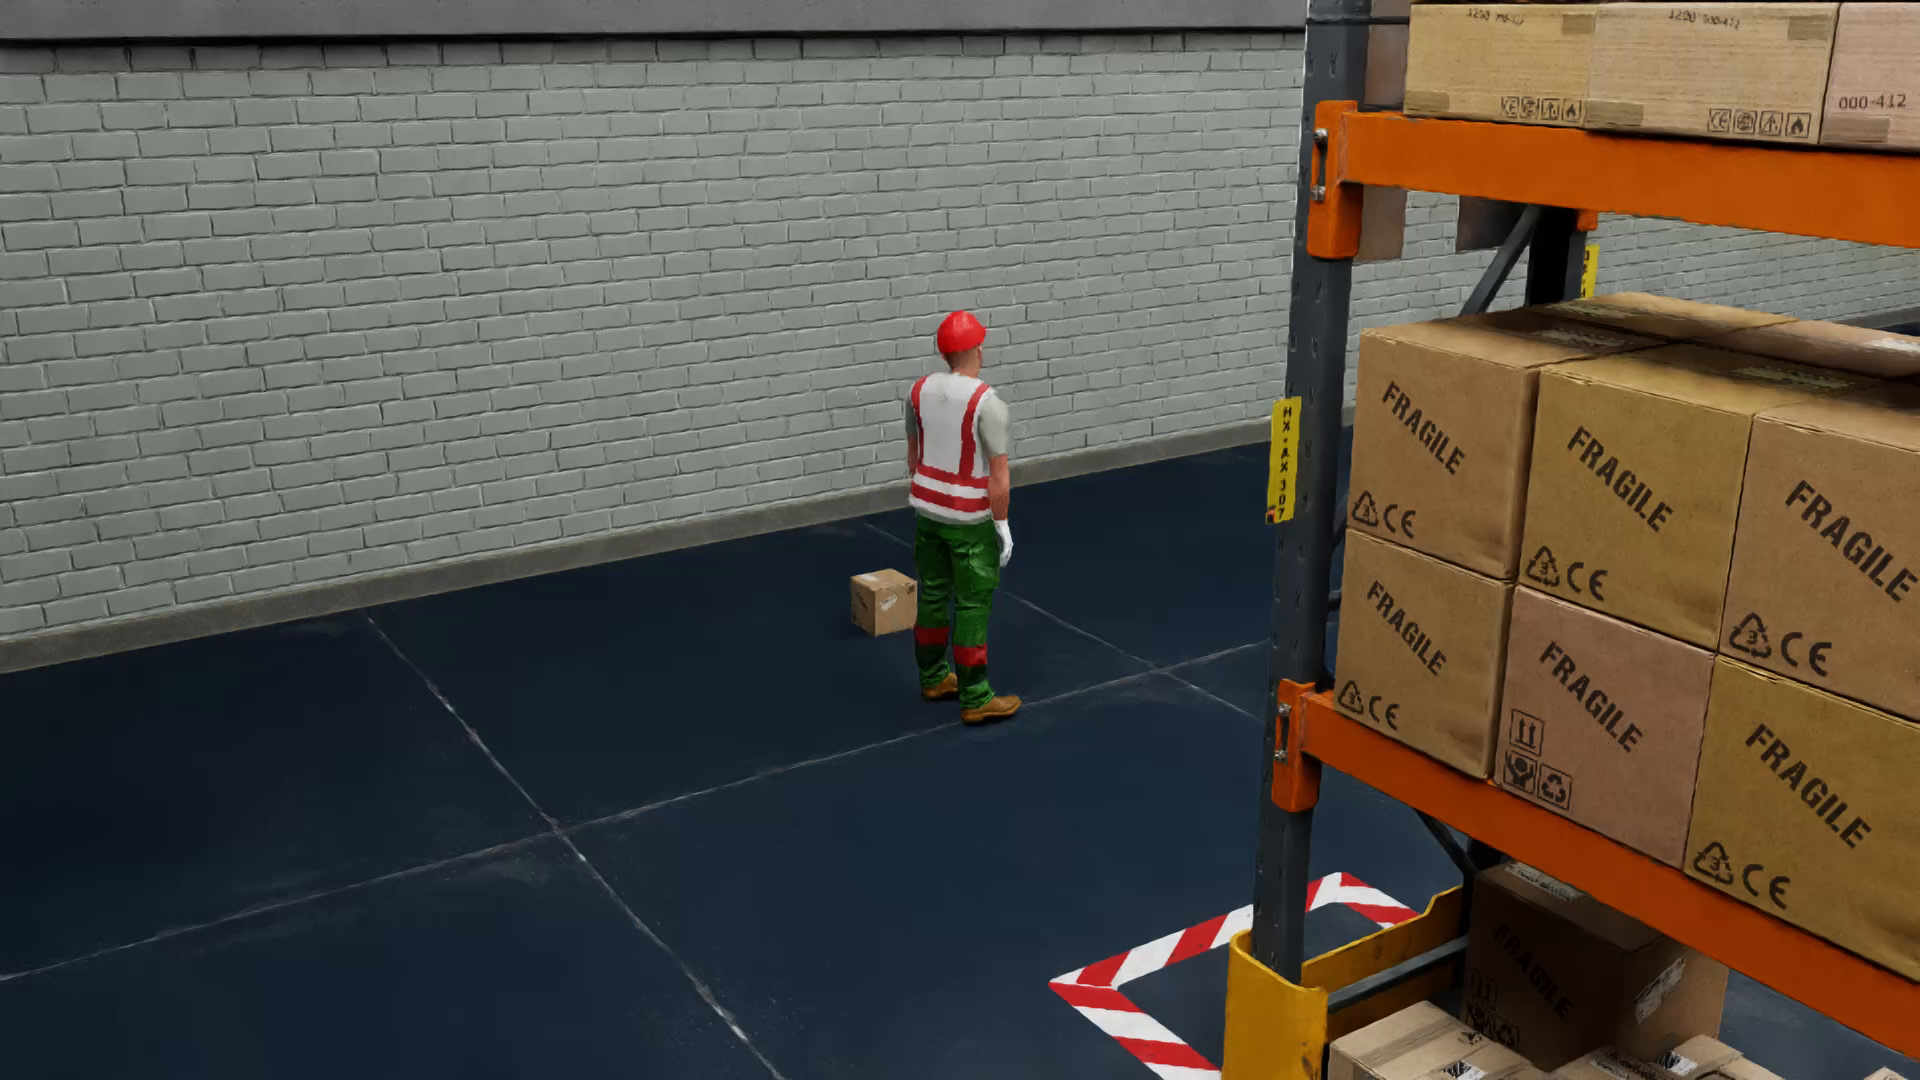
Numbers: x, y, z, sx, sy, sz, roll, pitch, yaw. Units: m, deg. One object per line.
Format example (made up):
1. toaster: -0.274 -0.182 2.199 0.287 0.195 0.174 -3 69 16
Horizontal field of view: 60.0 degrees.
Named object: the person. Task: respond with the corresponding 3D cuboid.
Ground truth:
1. person: 0.000 -0.119 7.302 0.629 1.795 0.378 14 22 36
